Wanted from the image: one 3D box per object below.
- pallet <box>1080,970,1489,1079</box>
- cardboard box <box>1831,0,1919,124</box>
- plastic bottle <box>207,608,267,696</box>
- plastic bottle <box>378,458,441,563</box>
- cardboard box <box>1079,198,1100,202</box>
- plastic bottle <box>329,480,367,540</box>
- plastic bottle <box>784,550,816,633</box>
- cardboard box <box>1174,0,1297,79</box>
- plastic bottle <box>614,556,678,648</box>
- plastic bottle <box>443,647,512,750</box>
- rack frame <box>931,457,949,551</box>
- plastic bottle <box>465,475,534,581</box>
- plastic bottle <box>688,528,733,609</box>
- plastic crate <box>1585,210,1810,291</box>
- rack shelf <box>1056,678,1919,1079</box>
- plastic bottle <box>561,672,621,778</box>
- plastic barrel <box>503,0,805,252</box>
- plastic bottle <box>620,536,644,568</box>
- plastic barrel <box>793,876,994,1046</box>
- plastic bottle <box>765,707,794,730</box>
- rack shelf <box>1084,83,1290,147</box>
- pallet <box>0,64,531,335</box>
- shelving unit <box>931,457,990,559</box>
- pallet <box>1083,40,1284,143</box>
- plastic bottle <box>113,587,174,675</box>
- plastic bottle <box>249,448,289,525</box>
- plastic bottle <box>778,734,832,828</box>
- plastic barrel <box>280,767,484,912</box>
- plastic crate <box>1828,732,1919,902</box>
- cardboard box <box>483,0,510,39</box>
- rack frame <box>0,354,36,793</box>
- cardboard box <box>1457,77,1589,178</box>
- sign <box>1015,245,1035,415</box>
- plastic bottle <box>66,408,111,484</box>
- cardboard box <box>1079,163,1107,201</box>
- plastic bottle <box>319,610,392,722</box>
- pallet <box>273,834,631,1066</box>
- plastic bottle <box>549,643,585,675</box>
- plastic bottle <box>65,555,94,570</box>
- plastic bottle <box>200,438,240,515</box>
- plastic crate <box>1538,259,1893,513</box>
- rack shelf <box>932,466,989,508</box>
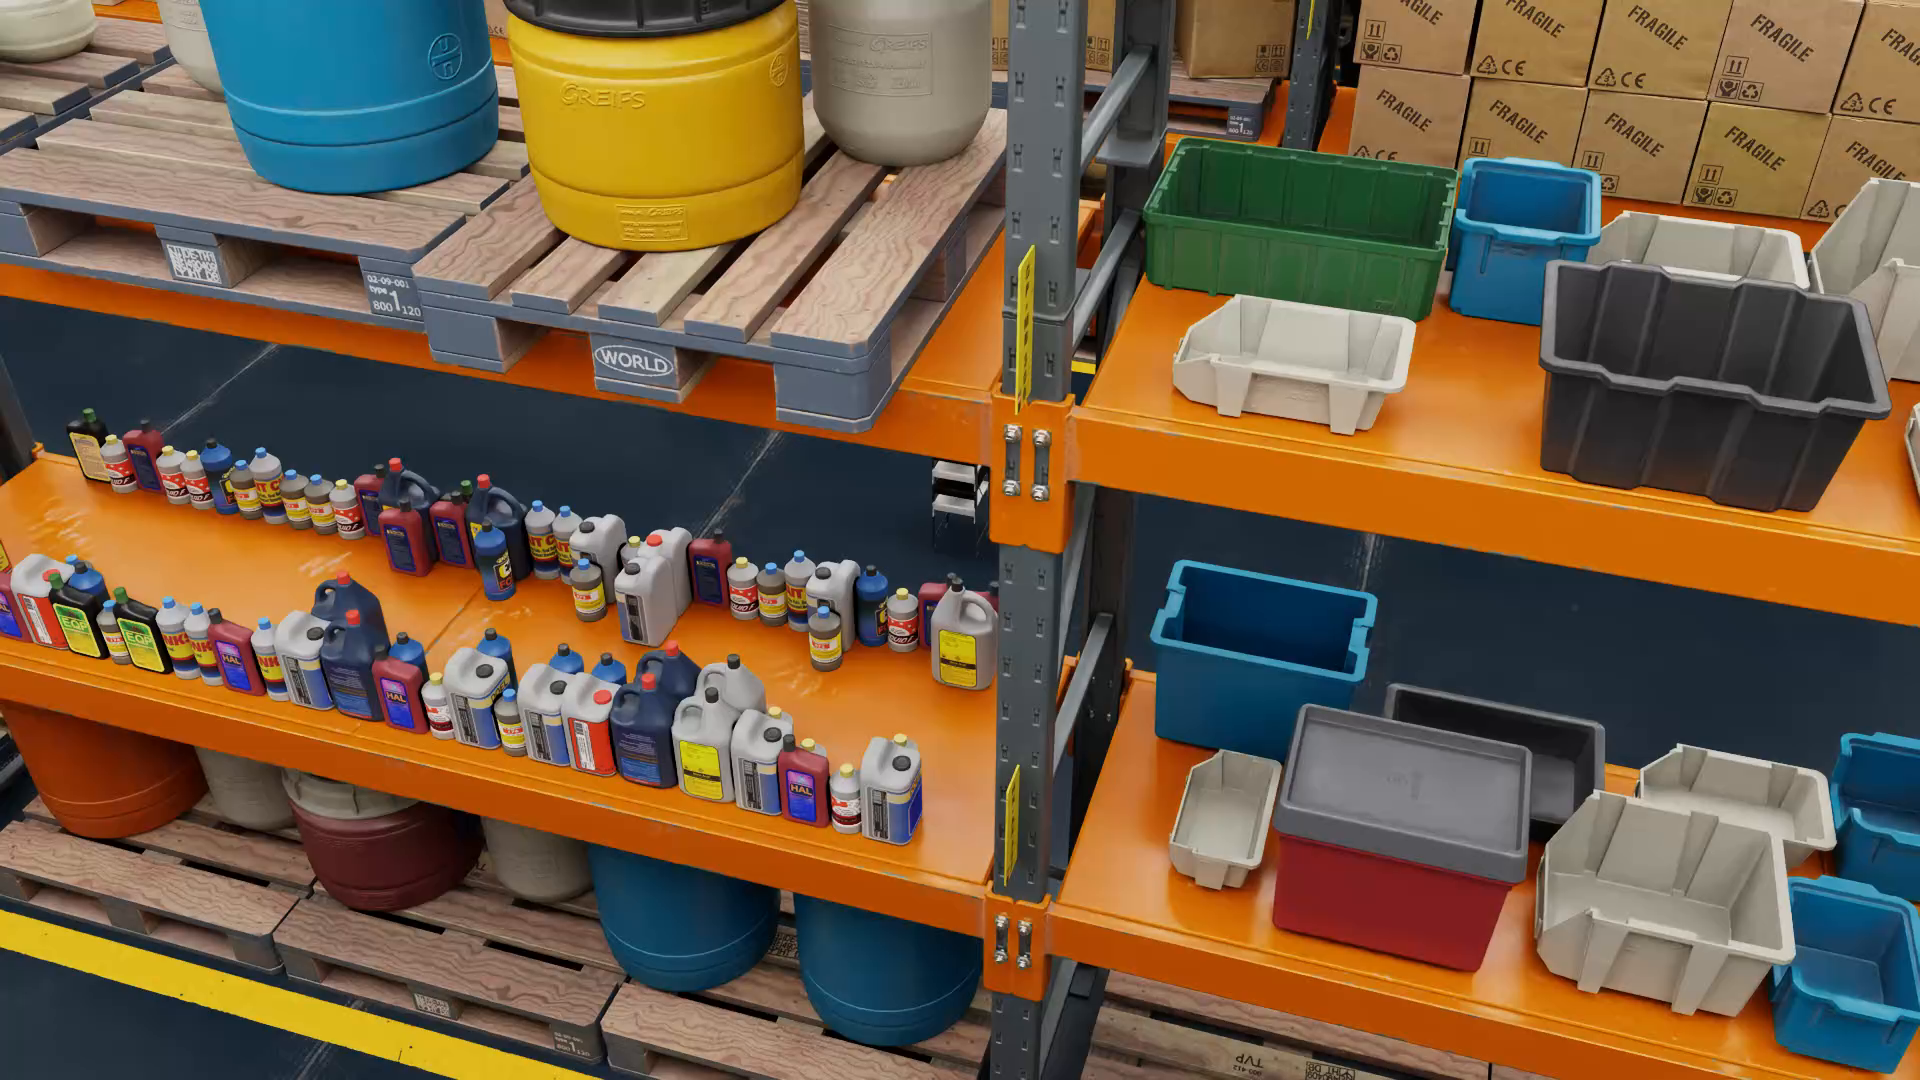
[{"bbox_3d":[1.005,1.727,5.225,1.213,0.211,1.003,10,38,14],"label":"pallet"},{"bbox_3d":[4.105,-2.142,7.203,0.500,0.500,0.500,11,38,15],"label":"cardboard box"},{"bbox_3d":[-2.120,0.326,4.875,0.133,0.283,0.061,10,38,14],"label":"plastic bottle"},{"bbox_3d":[-1.782,-0.107,5.406,0.185,0.351,0.144,10,38,14],"label":"plastic bottle"},{"bbox_3d":[0.747,-1.493,8.986,0.500,0.500,0.500,11,38,14],"label":"cardboard box"},{"bbox_3d":[-2.037,-0.109,5.535,0.097,0.201,0.097,0,36,0],"label":"plastic bottle"},{"bbox_3d":[-0.488,0.150,5.124,0.097,0.271,0.097,0,36,0],"label":"plastic bottle"},{"bbox_3d":[1.387,-2.725,8.484,0.500,0.500,0.700,-1,36,-2],"label":"cardboard box"},{"bbox_3d":[-0.966,0.171,5.091,0.135,0.276,0.152,10,38,14],"label":"plastic bottle"},{"bbox_3d":[-1.361,0.441,4.725,0.135,0.276,0.152,10,38,14],"label":"plastic bottle"},{"bbox_3d":[-0.089,-0.379,7.506,0.006,0.900,0.240,10,38,14],"label":"rack frame"},{"bbox_3d":[-1.479,-0.051,5.330,0.185,0.351,0.144,10,38,14],"label":"plastic bottle"},{"bbox_3d":[-0.779,0.080,5.209,0.133,0.283,0.061,10,38,14],"label":"plastic bottle"},{"bbox_3d":[1.619,-0.596,3.721,0.466,0.136,0.293,10,38,14],"label":"plastic crate"},{"bbox_3d":[2.201,1.061,4.220,3.809,0.124,0.919,10,38,14],"label":"rack shelf"},{"bbox_3d":[-1.011,0.506,4.637,0.135,0.276,0.152,10,38,14],"label":"plastic bottle"},{"bbox_3d":[-0.640,-1.003,3.539,0.600,0.588,0.600,0,36,0],"label":"plastic barrel"},{"bbox_3d":[-1.023,0.079,5.279,0.097,0.201,0.097,0,36,0],"label":"plastic bottle"},{"bbox_3d":[-0.222,1.066,5.186,0.708,0.901,0.600,10,38,14],"label":"plastic barrel"},{"bbox_3d":[-0.510,0.551,4.638,0.097,0.201,0.097,0,36,0],"label":"plastic bottle"},{"bbox_3d":[-0.137,-2.448,8.988,3.809,0.124,0.919,10,38,14],"label":"rack shelf"},{"bbox_3d":[-1.569,-0.918,4.095,1.213,0.211,1.003,10,38,14],"label":"pallet"},{"bbox_3d":[0.008,-0.361,7.481,0.210,0.900,0.258,10,38,14],"label":"shelving unit"},{"bbox_3d":[1.042,-2.431,8.685,1.213,0.211,1.003,10,38,14],"label":"pallet"},{"bbox_3d":[-2.433,0.268,4.954,0.133,0.283,0.061,10,38,14],"label":"plastic bottle"},{"bbox_3d":[-2.316,-0.188,5.584,0.097,0.271,0.097,0,36,0],"label":"plastic bottle"},{"bbox_3d":[-0.415,0.641,4.446,0.133,0.283,0.061,10,38,14],"label":"plastic bottle"},{"bbox_3d":[-1.976,0.868,5.721,0.708,0.588,0.600,10,38,14],"label":"plastic barrel"},{"bbox_3d":[2.429,0.731,4.317,0.300,0.233,0.416,10,38,14],"label":"plastic crate"},{"bbox_3d":[-2.380,-3.066,9.460,0.500,0.311,0.500,13,38,17],"label":"cardboard box"},{"bbox_3d":[-3.526,-0.211,5.506,0.127,3.000,1.000,10,38,14],"label":"rack frame"},{"bbox_3d":[2.667,-2.013,7.870,0.500,0.500,0.500,11,38,15],"label":"cardboard box"},{"bbox_3d":[0.126,-0.404,3.231,0.005,0.325,0.100,10,38,14],"label":"sign"},{"bbox_3d":[-3.013,-0.334,5.771,0.133,0.283,0.061,10,38,14],"label":"plastic bottle"},{"bbox_3d":[0.871,-1.787,9.386,0.500,0.500,0.500,11,38,15],"label":"cardboard box"},{"bbox_3d":[-1.734,0.344,4.794,0.185,0.351,0.144,10,38,14],"label":"plastic bottle"},{"bbox_3d":[-1.600,1.245,5.881,1.213,0.211,1.003,10,38,14],"label":"pallet"},{"bbox_3d":[-1.120,0.410,4.771,0.097,0.271,0.097,0,36,0],"label":"plastic bottle"},{"bbox_3d":[-2.748,0.137,5.202,0.097,0.201,0.097,0,36,0],"label":"plastic bottle"},{"bbox_3d":[-2.502,-0.223,5.631,0.097,0.271,0.097,0,36,0],"label":"plastic bottle"},{"bbox_3d":[1.396,-0.284,3.186,0.590,0.269,0.497,10,38,14],"label":"plastic crate"},{"bbox_3d":[0.008,-0.262,7.554,0.200,0.077,0.258,10,38,14],"label":"rack shelf"}]
